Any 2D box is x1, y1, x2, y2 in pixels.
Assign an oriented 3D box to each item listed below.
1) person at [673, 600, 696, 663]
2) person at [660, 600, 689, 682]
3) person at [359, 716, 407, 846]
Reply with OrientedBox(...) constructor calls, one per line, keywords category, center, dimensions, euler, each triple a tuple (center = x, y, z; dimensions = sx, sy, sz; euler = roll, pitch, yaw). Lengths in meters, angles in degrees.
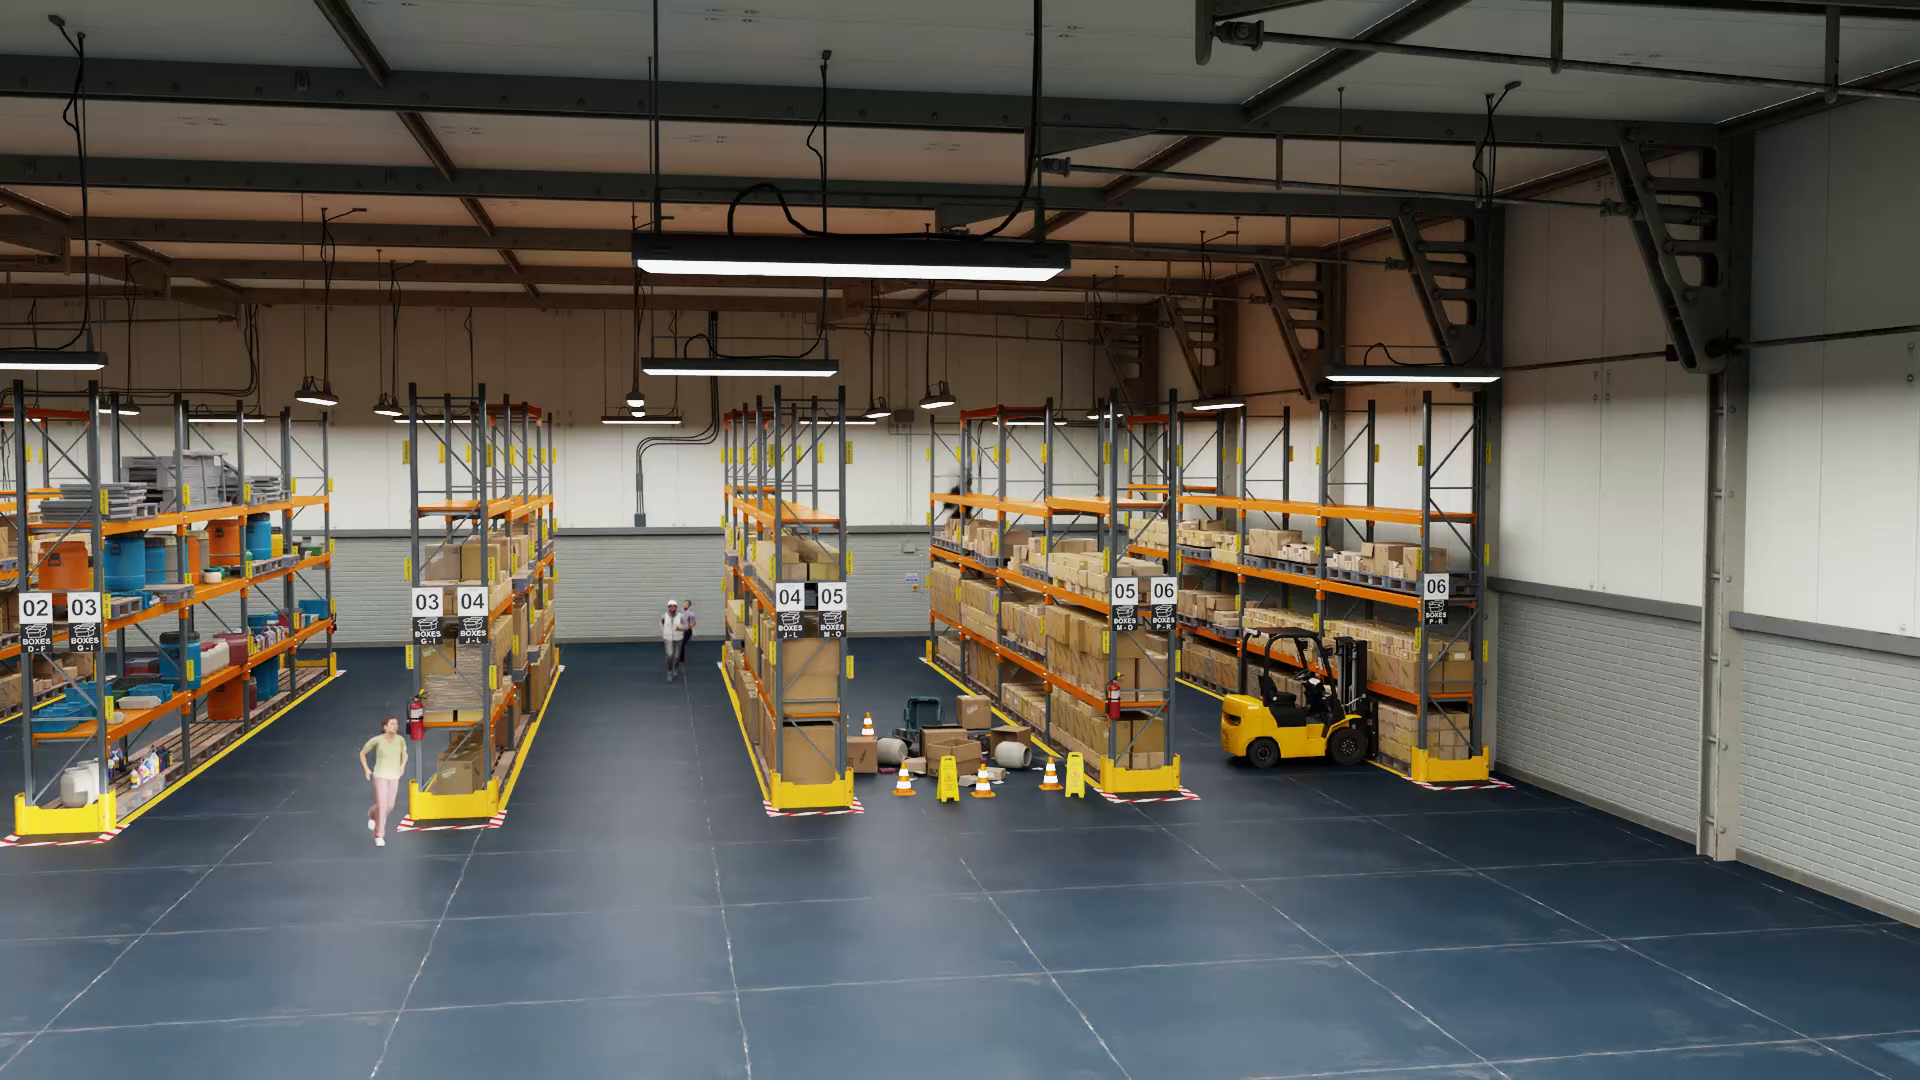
OrientedBox(category="person", center=(-6.696, 2.208, 40.016), dimensions=(0.802, 1.579, 0.505), euler=(1, 3, 27))
OrientedBox(category="person", center=(-6.377, 2.245, 37.118), dimensions=(0.640, 1.836, 0.764), euler=(0, 3, -10))
OrientedBox(category="person", center=(-7.502, 3.104, 21.704), dimensions=(0.619, 1.642, 0.736), euler=(-2, 4, -41))
